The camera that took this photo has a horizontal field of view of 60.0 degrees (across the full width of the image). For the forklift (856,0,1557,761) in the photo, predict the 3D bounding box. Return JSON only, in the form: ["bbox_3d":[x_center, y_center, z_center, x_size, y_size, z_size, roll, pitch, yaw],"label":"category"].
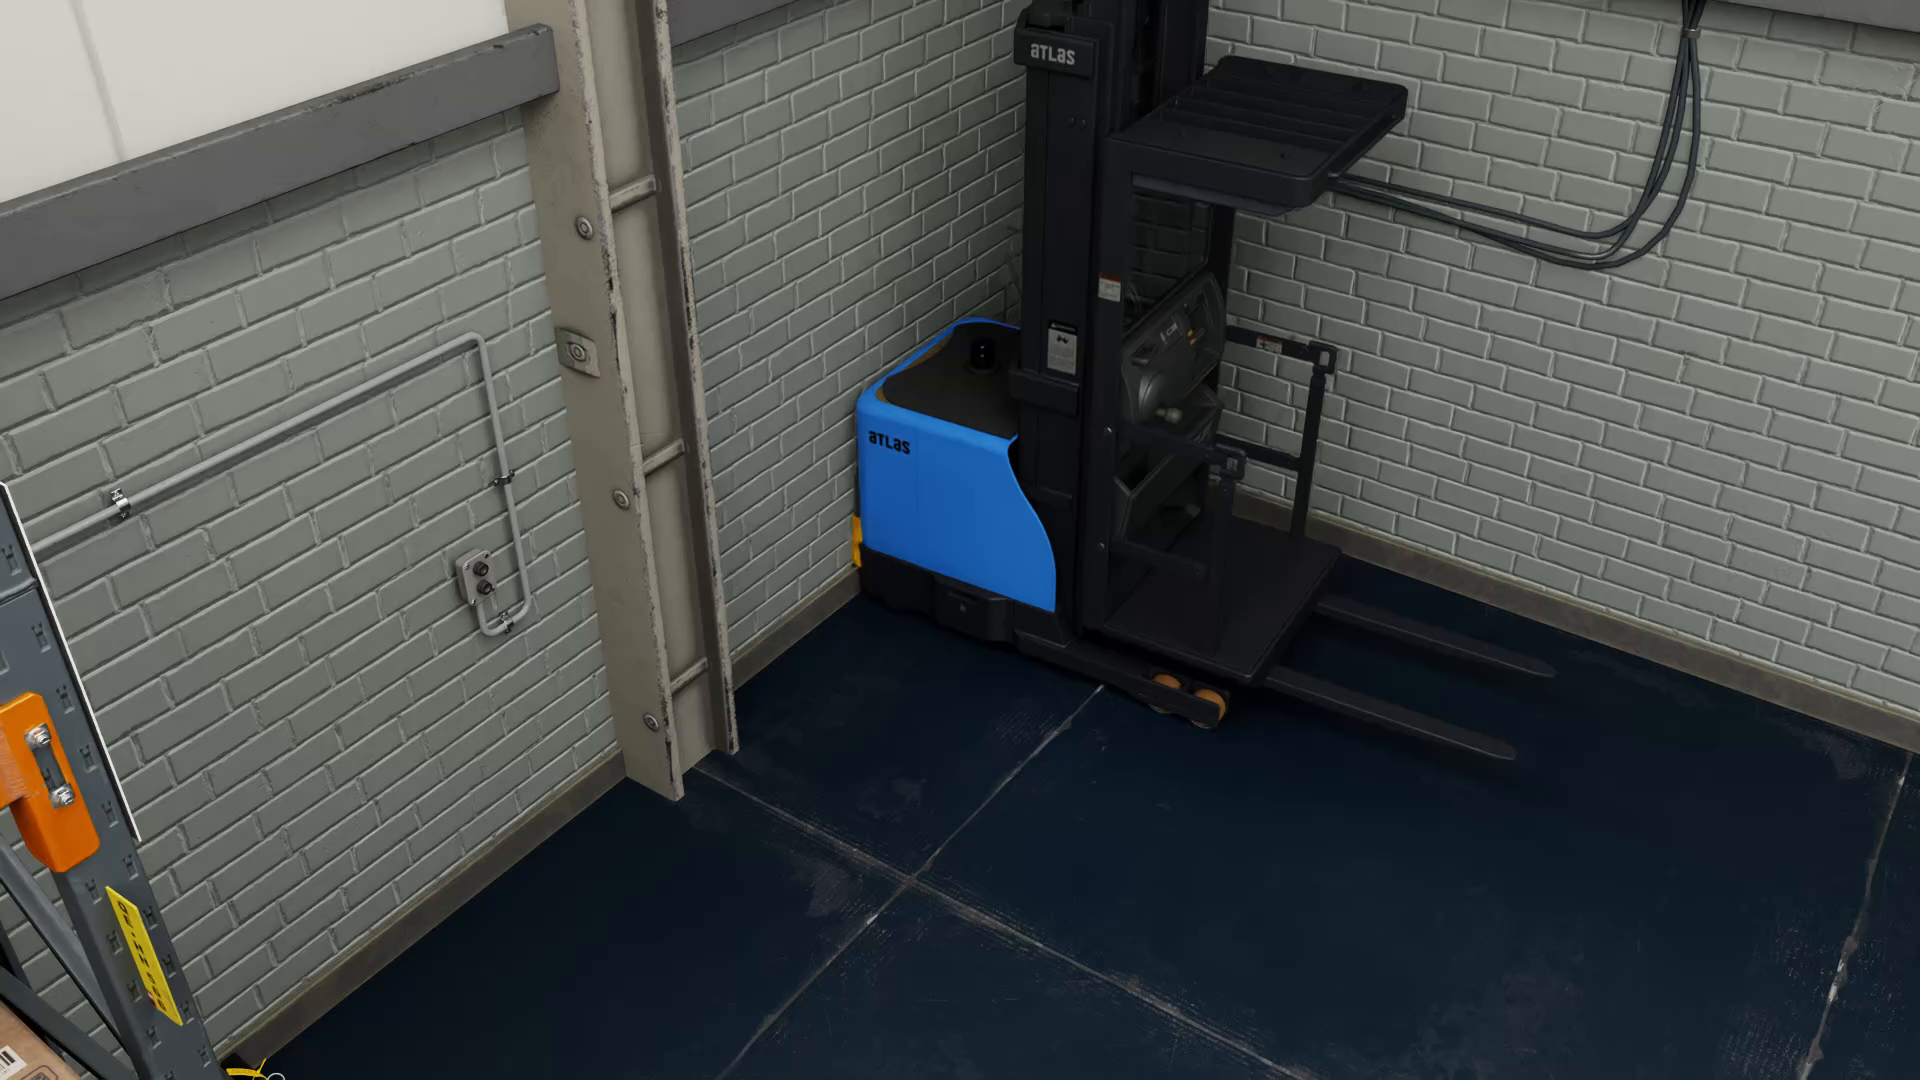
[{"bbox_3d":[1.058,-0.755,6.750,3.031,2.935,1.130,18,38,25],"label":"forklift"}]

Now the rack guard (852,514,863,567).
[{"bbox_3d":[-0.563,-0.091,7.915,0.087,0.250,0.587,-12,25,-26],"label":"rack guard"}]

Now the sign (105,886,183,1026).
[{"bbox_3d":[-1.549,0.792,3.156,0.100,0.325,0.005,21,39,28],"label":"sign"}]

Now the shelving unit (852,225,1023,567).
[{"bbox_3d":[-0.129,-0.762,7.890,1.083,1.500,0.587,-12,25,-26],"label":"shelving unit"}]

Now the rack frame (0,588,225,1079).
[{"bbox_3d":[-1.987,1.190,3.813,1.000,3.000,0.127,21,39,28],"label":"rack frame"}]

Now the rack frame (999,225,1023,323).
[{"bbox_3d":[0.312,-0.855,8.105,0.032,1.500,0.500,-12,25,-26],"label":"rack frame"}]

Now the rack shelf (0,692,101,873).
[{"bbox_3d":[-3.127,1.166,1.813,1.077,0.370,4.000,21,39,28],"label":"rack shelf"}]

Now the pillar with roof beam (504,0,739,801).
[{"bbox_3d":[2.379,-1.439,2.345,9.100,9.000,0.400,21,39,28],"label":"pillar with roof beam"}]

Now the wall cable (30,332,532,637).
[{"bbox_3d":[-2.034,-0.122,4.846,0.084,1.984,1.851,21,39,28],"label":"wall cable"}]

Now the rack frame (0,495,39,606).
[{"bbox_3d":[-1.987,-1.295,2.132,1.000,3.000,0.127,21,39,28],"label":"rack frame"}]

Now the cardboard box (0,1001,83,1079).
[{"bbox_3d":[-2.269,1.304,3.377,0.980,0.700,0.700,23,40,30],"label":"cardboard box"}]

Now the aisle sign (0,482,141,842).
[{"bbox_3d":[-1.699,0.176,2.992,0.394,0.787,0.004,21,39,28],"label":"aisle sign"}]

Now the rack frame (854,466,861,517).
[{"bbox_3d":[-0.585,-0.665,7.667,0.032,1.500,0.500,-12,25,-26],"label":"rack frame"}]

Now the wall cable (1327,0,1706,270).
[{"bbox_3d":[1.532,-2.498,6.682,3.097,2.526,0.112,21,39,28],"label":"wall cable"}]

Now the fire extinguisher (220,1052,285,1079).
[{"bbox_3d":[-1.521,1.454,3.823,0.296,0.674,0.183,21,39,28],"label":"fire extinguisher"}]
